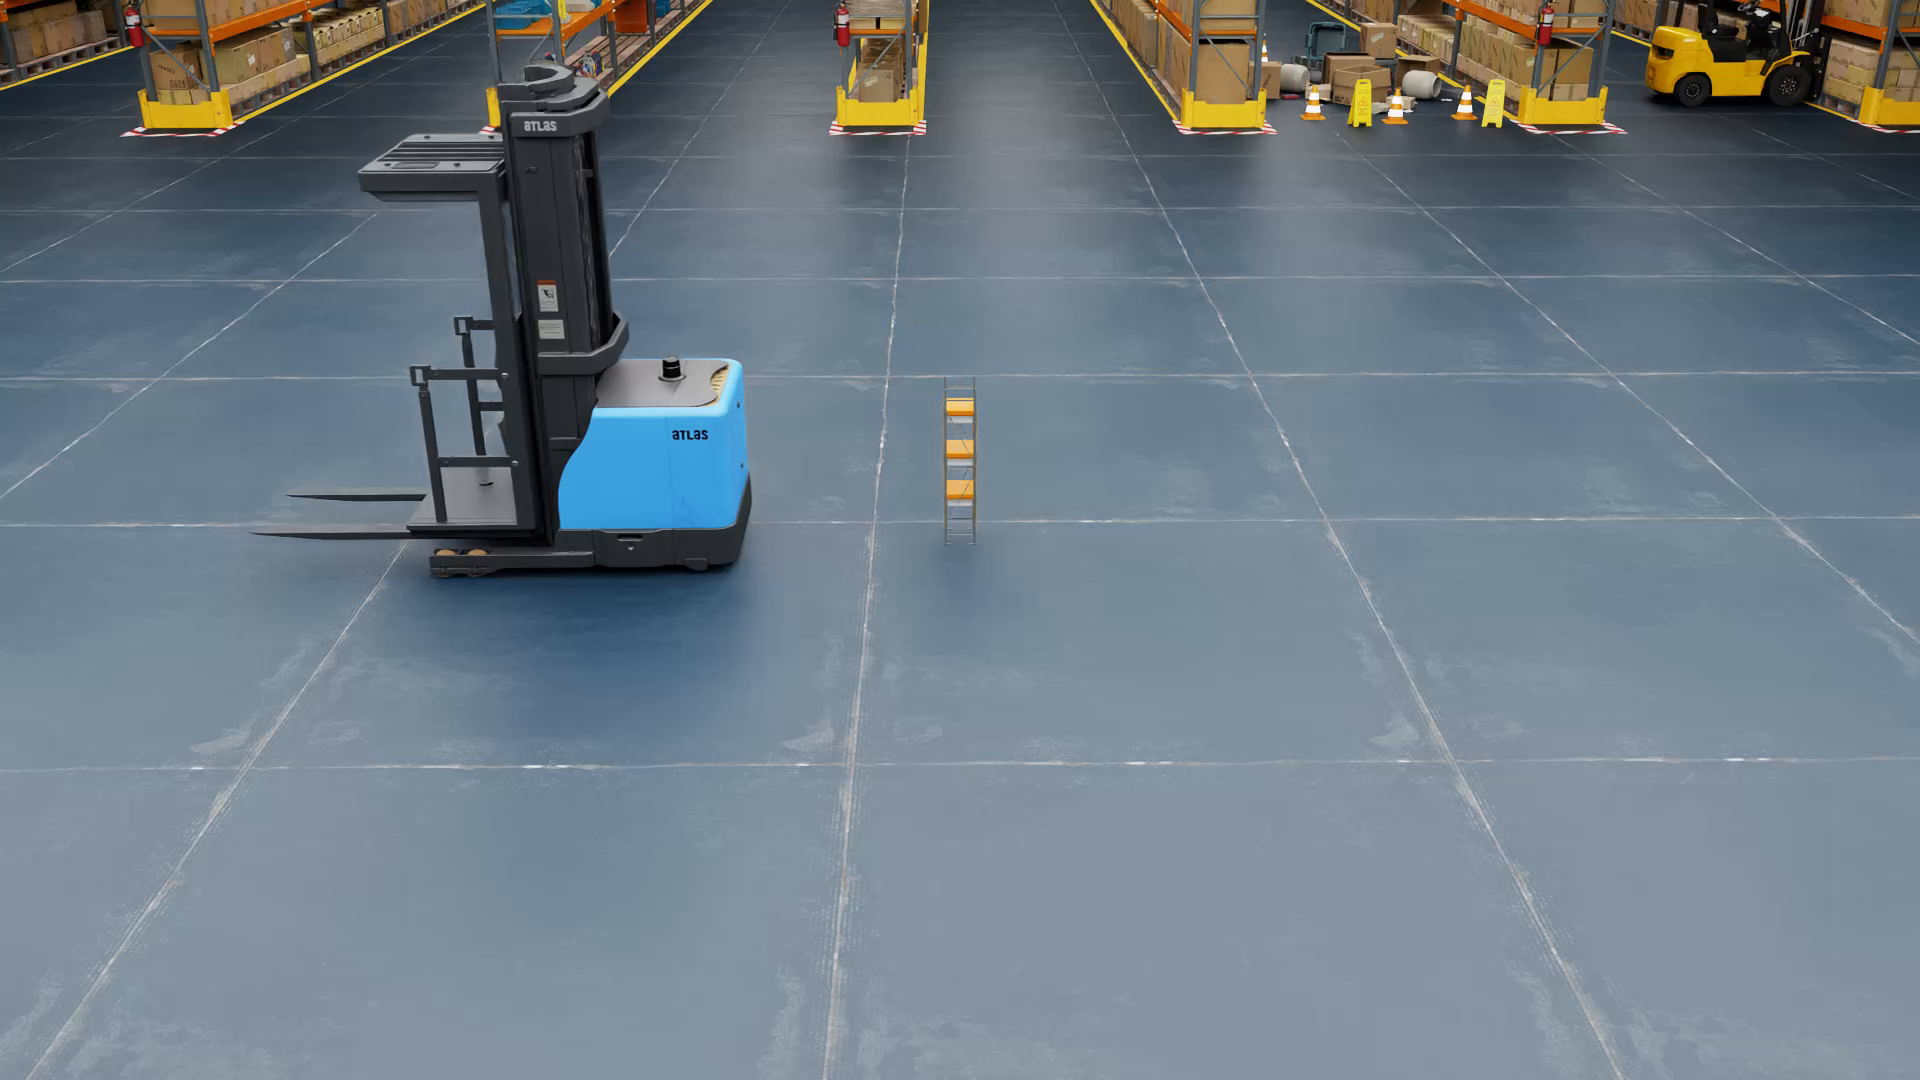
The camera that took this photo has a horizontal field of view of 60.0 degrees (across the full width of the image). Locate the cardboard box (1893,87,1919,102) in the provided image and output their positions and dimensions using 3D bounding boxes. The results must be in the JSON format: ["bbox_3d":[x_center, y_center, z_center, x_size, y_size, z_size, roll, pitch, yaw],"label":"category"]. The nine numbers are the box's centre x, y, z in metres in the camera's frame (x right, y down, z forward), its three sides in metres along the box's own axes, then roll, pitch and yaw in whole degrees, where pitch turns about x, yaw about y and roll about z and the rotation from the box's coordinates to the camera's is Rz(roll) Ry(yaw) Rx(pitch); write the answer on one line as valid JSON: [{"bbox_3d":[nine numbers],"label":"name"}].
[{"bbox_3d":[13.882,-6.586,24.498,0.500,0.250,0.500,0,24,0],"label":"cardboard box"}]

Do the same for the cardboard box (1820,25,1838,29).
[{"bbox_3d":[13.867,-8.076,26.579,0.500,0.250,0.500,-1,24,-1],"label":"cardboard box"}]

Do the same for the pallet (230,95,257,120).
[{"bbox_3d":[-11.137,-6.377,24.594,1.003,0.211,1.213,0,24,-1],"label":"pallet"}]

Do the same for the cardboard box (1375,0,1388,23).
[{"bbox_3d":[8.711,-10.592,32.599,0.875,0.875,0.875,0,24,0],"label":"cardboard box"}]

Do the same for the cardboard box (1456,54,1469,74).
[{"bbox_3d":[8.421,-7.763,27.100,0.500,0.250,0.500,-1,24,-3],"label":"cardboard box"}]

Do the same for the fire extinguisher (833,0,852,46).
[{"bbox_3d":[-1.641,-7.291,23.325,0.296,0.674,0.183,0,24,-1],"label":"fire extinguisher"}]

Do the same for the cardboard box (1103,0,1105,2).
[{"bbox_3d":[3.292,-11.780,36.106,0.380,0.149,0.250,0,24,-1],"label":"cardboard box"}]

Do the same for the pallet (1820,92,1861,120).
[{"bbox_3d":[13.642,-6.488,24.840,1.003,0.211,1.213,0,24,-1],"label":"pallet"}]

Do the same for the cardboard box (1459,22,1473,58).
[{"bbox_3d":[8.421,-8.104,26.946,0.500,0.500,0.500,1,24,2],"label":"cardboard box"}]

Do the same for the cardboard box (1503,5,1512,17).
[{"bbox_3d":[8.426,-7.986,25.071,0.380,0.149,0.250,-1,24,-1],"label":"cardboard box"}]

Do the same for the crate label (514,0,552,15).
[{"bbox_3d":[-6.424,-8.127,25.035,0.502,0.435,0.616,0,24,-1],"label":"crate label"}]

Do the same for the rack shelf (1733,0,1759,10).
[{"bbox_3d":[13.626,-9.589,29.184,1.077,0.370,4.000,0,24,-1],"label":"rack shelf"}]

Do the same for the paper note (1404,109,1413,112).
[{"bbox_3d":[6.728,-6.448,24.969,0.148,0.019,0.142,-9,26,-19],"label":"paper note"}]

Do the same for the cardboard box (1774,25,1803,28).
[{"bbox_3d":[13.335,-8.075,26.577,0.500,0.250,0.500,0,24,0],"label":"cardboard box"}]

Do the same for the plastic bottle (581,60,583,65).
[{"bbox_3d":[-5.979,-7.477,26.405,0.061,0.283,0.133,0,24,-1],"label":"plastic bottle"}]

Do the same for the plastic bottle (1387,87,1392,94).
[{"bbox_3d":[6.824,-7.189,26.572,0.133,0.061,0.283,4,25,9],"label":"plastic bottle"}]

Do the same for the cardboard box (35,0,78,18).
[{"bbox_3d":[-16.124,-9.477,29.653,0.500,0.250,0.500,0,24,0],"label":"cardboard box"}]

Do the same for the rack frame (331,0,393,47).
[{"bbox_3d":[-11.174,-10.629,30.611,1.000,3.000,0.127,0,24,-1],"label":"rack frame"}]

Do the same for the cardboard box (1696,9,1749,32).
[{"bbox_3d":[13.620,-9.046,29.483,0.875,0.625,0.625,-1,24,-3],"label":"cardboard box"}]

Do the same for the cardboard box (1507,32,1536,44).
[{"bbox_3d":[8.388,-7.476,24.769,0.380,0.149,0.250,0,24,1],"label":"cardboard box"}]

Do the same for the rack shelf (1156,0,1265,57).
[{"bbox_3d":[3.758,-7.853,25.345,1.077,0.370,4.000,0,24,-1],"label":"rack shelf"}]

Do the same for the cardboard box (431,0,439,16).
[{"bbox_3d":[-10.929,-10.933,33.783,0.500,0.500,0.500,0,24,0],"label":"cardboard box"}]

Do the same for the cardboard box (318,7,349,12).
[{"bbox_3d":[-11.462,-9.606,30.496,0.500,0.311,0.500,1,24,1],"label":"cardboard box"}]

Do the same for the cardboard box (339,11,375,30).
[{"bbox_3d":[-10.910,-9.394,30.028,0.500,0.311,0.500,-1,24,-1],"label":"cardboard box"}]

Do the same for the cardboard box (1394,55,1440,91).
[{"bbox_3d":[7.336,-7.483,26.685,0.500,0.500,0.500,19,30,35],"label":"cardboard box"}]

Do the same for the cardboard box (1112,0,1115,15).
[{"bbox_3d":[3.392,-11.048,34.061,0.500,0.500,0.500,1,24,1],"label":"cardboard box"}]

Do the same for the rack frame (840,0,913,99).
[{"bbox_3d":[-1.181,-7.376,23.418,1.000,3.000,0.127,0,24,-1],"label":"rack frame"}]

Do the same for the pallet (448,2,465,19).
[{"bbox_3d":[-11.224,-11.290,35.456,1.003,0.211,1.213,0,24,-1],"label":"pallet"}]

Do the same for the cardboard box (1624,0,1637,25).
[{"bbox_3d":[13.382,-10.388,32.602,0.500,0.500,0.500,1,24,2],"label":"cardboard box"}]

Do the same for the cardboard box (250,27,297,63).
[{"bbox_3d":[-10.913,-7.865,26.417,0.500,0.500,0.500,0,24,-1],"label":"cardboard box"}]

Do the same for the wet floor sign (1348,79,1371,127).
[{"bbox_3d":[5.760,-6.280,23.853,0.267,0.644,0.232,-4,25,-10],"label":"wet floor sign"}]

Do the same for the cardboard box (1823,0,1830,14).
[{"bbox_3d":[13.405,-8.323,25.392,0.500,0.500,0.500,0,24,0],"label":"cardboard box"}]

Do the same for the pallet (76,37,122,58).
[{"bbox_3d":[-16.120,-9.013,30.421,1.003,0.211,1.213,0,24,-1],"label":"pallet"}]

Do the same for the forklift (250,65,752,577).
[{"bbox_3d":[-2.897,-1.326,10.125,3.031,2.935,1.130,0,24,-1],"label":"forklift"}]

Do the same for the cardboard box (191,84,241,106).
[{"bbox_3d":[-10.870,-6.493,24.294,0.500,0.250,0.500,0,24,-1],"label":"cardboard box"}]

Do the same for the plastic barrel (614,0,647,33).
[{"bbox_3d":[-6.243,-10.054,31.463,0.600,0.830,0.708,0,24,-1],"label":"plastic barrel"}]

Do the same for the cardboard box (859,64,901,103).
[{"bbox_3d":[-1.171,-6.685,24.415,0.500,0.500,0.500,4,25,9],"label":"cardboard box"}]

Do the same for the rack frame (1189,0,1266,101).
[{"bbox_3d":[3.780,-7.356,23.375,1.000,3.000,0.127,0,24,-1],"label":"rack frame"}]

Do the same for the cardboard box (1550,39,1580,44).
[{"bbox_3d":[8.985,-7.259,25.077,0.500,0.500,0.500,-1,24,-3],"label":"cardboard box"}]

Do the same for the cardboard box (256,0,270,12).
[{"bbox_3d":[-11.105,-8.420,25.605,0.700,0.500,0.500,0,24,0],"label":"cardboard box"}]

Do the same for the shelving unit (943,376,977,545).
[{"bbox_3d":[-0.001,-0.500,10.582,0.215,1.050,0.252,0,24,-1],"label":"shelving unit"}]

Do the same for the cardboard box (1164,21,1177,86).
[{"bbox_3d":[3.687,-7.597,25.976,0.875,0.875,0.875,0,24,0],"label":"cardboard box"}]

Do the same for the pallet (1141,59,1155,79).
[{"bbox_3d":[3.652,-8.052,28.296,1.003,0.211,1.213,0,24,-1],"label":"pallet"}]

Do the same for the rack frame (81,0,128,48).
[{"bbox_3d":[-16.127,-10.605,30.559,1.000,3.000,0.127,0,24,-1],"label":"rack frame"}]

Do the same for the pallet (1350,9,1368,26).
[{"bbox_3d":[8.681,-10.777,34.322,1.003,0.211,1.213,0,24,-1],"label":"pallet"}]

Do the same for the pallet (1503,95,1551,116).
[{"bbox_3d":[8.754,-6.516,24.901,1.003,0.211,1.213,0,24,-1],"label":"pallet"}]

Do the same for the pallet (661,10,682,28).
[{"bbox_3d":[-6.298,-10.709,34.173,1.003,0.211,1.213,0,24,-1],"label":"pallet"}]

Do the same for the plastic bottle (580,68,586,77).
[{"bbox_3d":[-5.826,-7.158,25.699,0.061,0.283,0.133,0,24,0],"label":"plastic bottle"}]

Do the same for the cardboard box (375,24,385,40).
[{"bbox_3d":[-10.924,-9.352,30.615,0.500,0.250,0.500,0,24,1],"label":"cardboard box"}]

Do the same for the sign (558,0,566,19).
[{"bbox_3d":[-5.584,-7.480,23.313,0.100,0.325,0.005,0,24,-1],"label":"sign"}]

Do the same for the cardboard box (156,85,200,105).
[{"bbox_3d":[-11.388,-6.491,24.288,0.500,0.250,0.500,0,24,-1],"label":"cardboard box"}]

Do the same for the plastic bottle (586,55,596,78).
[{"bbox_3d":[-5.876,-7.519,26.415,0.144,0.351,0.185,0,24,-1],"label":"plastic bottle"}]

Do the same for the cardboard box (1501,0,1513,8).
[{"bbox_3d":[8.444,-8.236,24.838,0.500,0.500,0.500,0,24,-1],"label":"cardboard box"}]

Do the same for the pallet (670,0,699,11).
[{"bbox_3d":[-6.328,-11.834,36.660,1.003,0.211,1.213,0,24,-1],"label":"pallet"}]

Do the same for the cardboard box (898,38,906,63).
[{"bbox_3d":[-1.210,-8.338,28.046,0.700,0.500,0.500,-2,24,-5],"label":"cardboard box"}]
